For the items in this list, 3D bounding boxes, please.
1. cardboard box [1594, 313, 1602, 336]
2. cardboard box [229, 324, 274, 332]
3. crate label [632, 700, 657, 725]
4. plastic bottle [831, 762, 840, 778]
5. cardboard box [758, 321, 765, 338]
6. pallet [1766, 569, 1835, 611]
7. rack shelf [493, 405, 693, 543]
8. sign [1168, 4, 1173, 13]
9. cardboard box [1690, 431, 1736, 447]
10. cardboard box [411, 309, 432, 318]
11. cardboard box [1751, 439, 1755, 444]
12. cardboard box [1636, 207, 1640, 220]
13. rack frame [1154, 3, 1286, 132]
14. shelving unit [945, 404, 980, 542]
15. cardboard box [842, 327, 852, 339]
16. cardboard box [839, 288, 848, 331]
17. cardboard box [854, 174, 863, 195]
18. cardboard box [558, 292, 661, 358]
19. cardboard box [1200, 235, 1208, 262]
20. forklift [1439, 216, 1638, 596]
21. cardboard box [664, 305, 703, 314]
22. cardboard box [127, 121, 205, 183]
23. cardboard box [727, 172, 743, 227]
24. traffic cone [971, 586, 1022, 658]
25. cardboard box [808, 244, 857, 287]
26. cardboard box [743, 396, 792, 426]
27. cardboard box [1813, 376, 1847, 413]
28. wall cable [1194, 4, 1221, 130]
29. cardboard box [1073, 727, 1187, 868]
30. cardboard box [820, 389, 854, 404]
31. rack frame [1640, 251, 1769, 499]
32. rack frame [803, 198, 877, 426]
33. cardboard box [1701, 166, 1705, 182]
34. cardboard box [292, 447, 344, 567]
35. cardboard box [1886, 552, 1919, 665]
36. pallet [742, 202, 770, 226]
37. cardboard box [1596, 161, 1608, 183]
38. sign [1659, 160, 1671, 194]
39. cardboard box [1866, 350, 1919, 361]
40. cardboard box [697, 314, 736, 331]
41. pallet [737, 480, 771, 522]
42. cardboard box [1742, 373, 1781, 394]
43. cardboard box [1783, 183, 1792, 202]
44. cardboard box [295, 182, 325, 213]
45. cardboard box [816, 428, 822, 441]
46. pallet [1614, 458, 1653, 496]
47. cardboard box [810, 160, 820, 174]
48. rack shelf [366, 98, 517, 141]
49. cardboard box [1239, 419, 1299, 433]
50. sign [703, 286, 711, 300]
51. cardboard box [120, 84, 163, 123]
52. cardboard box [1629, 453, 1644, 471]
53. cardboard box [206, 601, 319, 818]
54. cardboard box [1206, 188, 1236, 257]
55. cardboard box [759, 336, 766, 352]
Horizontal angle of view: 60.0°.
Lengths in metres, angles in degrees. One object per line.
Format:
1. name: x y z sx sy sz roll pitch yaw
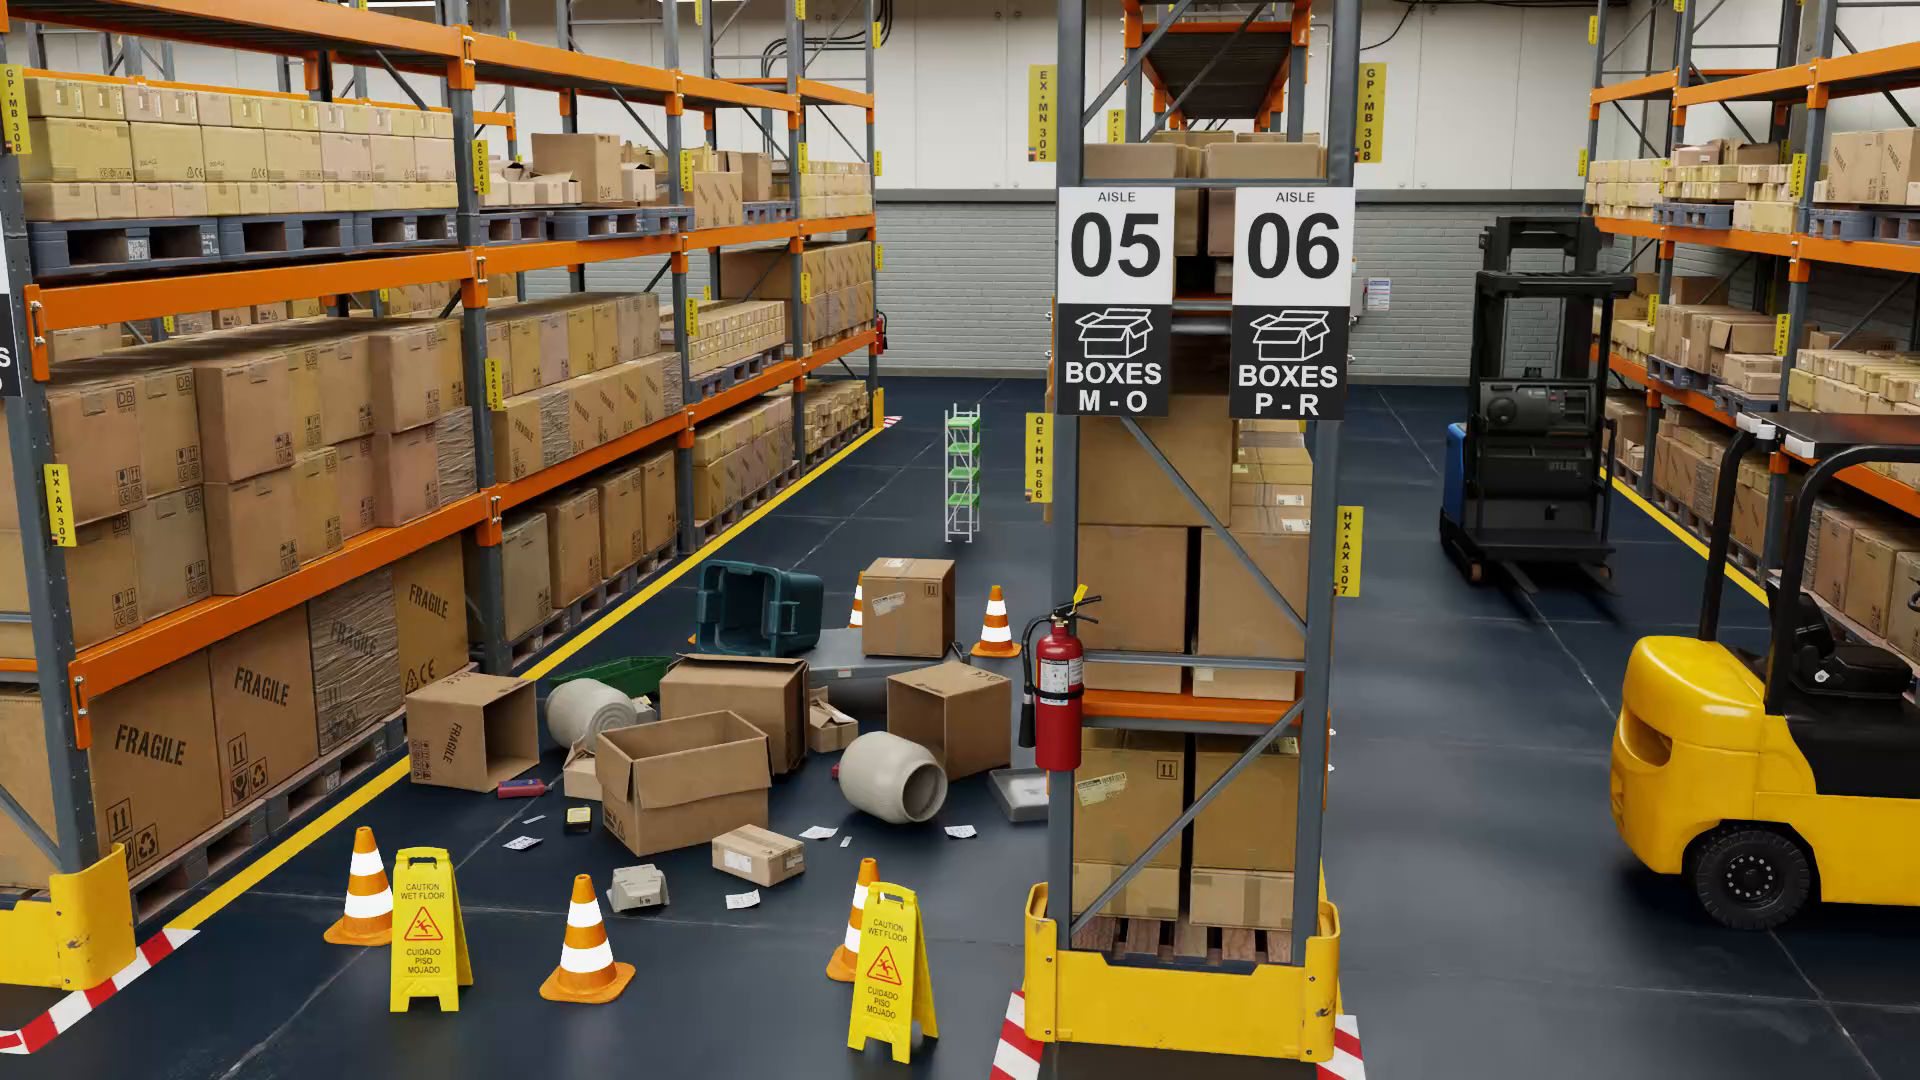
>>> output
1. cardboard box: 7.710 -2.500 19.380 0.500 0.250 0.500 2 12 8
2. cardboard box: -7.233 -1.895 16.688 0.500 0.500 0.500 2 12 8
3. crate label: -1.979 1.065 9.984 0.298 0.136 0.250 -7 14 -30
4. plastic bottle: -0.604 1.258 9.267 0.133 0.061 0.283 4 13 18
5. cardboard box: -2.213 -2.166 17.074 0.380 0.149 0.250 1 12 7
6. pallet: 6.803 0.474 12.548 1.003 0.211 1.213 2 12 9
7. rack shelf: -3.151 -0.590 12.576 1.077 0.370 4.000 2 12 9
8. sign: 2.133 -5.541 17.010 0.100 0.325 0.005 2 12 9
9. cardboard box: 7.242 -0.954 15.956 0.380 0.149 0.250 2 12 8
10. cardboard box: -6.702 -2.637 20.018 0.500 0.250 0.500 2 12 8
11. cardboard box: 7.639 -0.890 15.659 0.380 0.149 0.250 2 12 10
12. cardboard box: 7.550 -3.532 17.993 0.380 0.149 0.250 2 12 11
13. rack frame: 2.063 -4.152 13.154 1.000 3.000 0.127 2 12 9
14. shelving unit: 0.025 -0.621 15.283 0.258 1.200 0.503 2 12 9
15. cardboard box: -1.569 -2.613 20.850 0.380 0.149 0.250 1 12 6
16. cardboard box: -1.668 -2.800 20.177 0.500 0.500 0.500 3 12 11
17. cardboard box: -1.510 -4.450 20.830 0.500 0.250 0.500 2 12 7
18. cardboard box: -2.923 -1.803 13.884 0.700 0.500 0.500 2 12 8
19. cardboard box: 1.133 -1.565 8.868 0.380 0.149 0.250 2 12 9
20. forklift: 4.750 -1.131 13.541 1.130 2.935 3.031 1 12 7
21. cardboard box: -2.863 -2.334 17.146 0.380 0.149 0.250 2 12 8
22. cardboard box: -3.670 -1.683 7.237 0.500 0.250 0.500 2 12 8
23. cardboard box: -2.351 -3.192 15.585 0.500 0.500 0.500 2 12 9
24. traffic cone: 0.255 0.550 11.598 0.336 0.463 0.334 2 12 9
25. cardboard box: -1.587 -3.389 20.540 0.500 0.500 0.500 3 12 12
26. cardboard box: -2.093 -1.378 17.679 0.500 0.250 0.500 2 12 7
27. cardboard box: 6.580 -1.041 12.131 0.500 0.250 0.500 2 12 10
28. wall cable: 3.890 -7.010 26.418 0.463 3.000 0.029 2 12 9
29. cardboard box: 0.698 1.043 7.038 0.500 0.500 0.500 2 12 9
30. cardboard box: -1.543 -1.790 20.792 0.380 0.149 0.250 2 12 11
31. rack frame: 7.583 -1.892 16.907 1.000 3.000 0.127 2 12 9
32. rack frame: -1.614 -3.024 22.160 1.000 3.000 0.127 2 12 9
33. cardboard box: 7.057 -3.368 15.293 0.380 0.149 0.250 2 12 9
34. cardboard box: -3.748 -0.184 8.629 0.875 0.550 0.500 2 12 9
35. cardboard box: 6.549 0.459 10.639 0.875 0.625 0.625 2 12 8
36. pallet: -2.585 -3.224 16.417 1.213 0.211 1.003 2 12 9
37. cardboard box: 7.785 -4.317 19.507 0.500 0.250 0.500 2 12 8
38. sign: 7.046 -3.627 16.611 0.100 0.325 0.005 2 12 9
39. cardboard box: 7.118 -1.351 12.620 0.380 0.149 0.250 2 12 10
40. cardboard box: -2.381 -2.095 16.039 0.380 0.149 0.250 2 12 10
41. pallet: -2.532 -0.411 16.656 1.003 0.211 1.213 2 12 9
42. cardboard box: 6.690 -1.290 13.718 0.380 0.149 0.250 2 12 10
43. cardboard box: 6.844 -2.782 13.327 0.380 0.149 0.250 2 12 7
44. cardboard box: -3.433 -1.719 8.350 0.380 0.149 0.250 2 12 8
45. cardboard box: -1.838 -1.231 19.613 0.380 0.149 0.250 2 12 7
46. pallet: 7.690 -0.671 17.864 1.003 0.211 1.213 2 12 9
47. cardboard box: -1.802 -4.238 18.899 0.380 0.149 0.250 2 12 7
48. rack shelf: -6.806 -5.174 20.557 1.077 0.370 4.000 2 12 9
49. cardboard box: 1.553 -0.373 8.915 0.500 0.500 0.500 2 12 11
50. sign: -2.766 -2.630 18.279 0.100 0.325 0.005 2 12 9
51. cardboard box: -3.630 -1.845 7.040 0.380 0.149 0.250 2 12 8
52. cardboard box: 7.379 -0.829 17.745 0.380 0.149 0.250 2 12 7
53. cardboard box: -3.902 0.814 8.400 0.875 0.875 0.875 2 12 8
54. cardboard box: 1.173 -1.188 6.173 0.500 0.250 0.500 2 12 8
55. cardboard box: -2.213 -2.026 17.131 0.380 0.149 0.250 1 12 6
